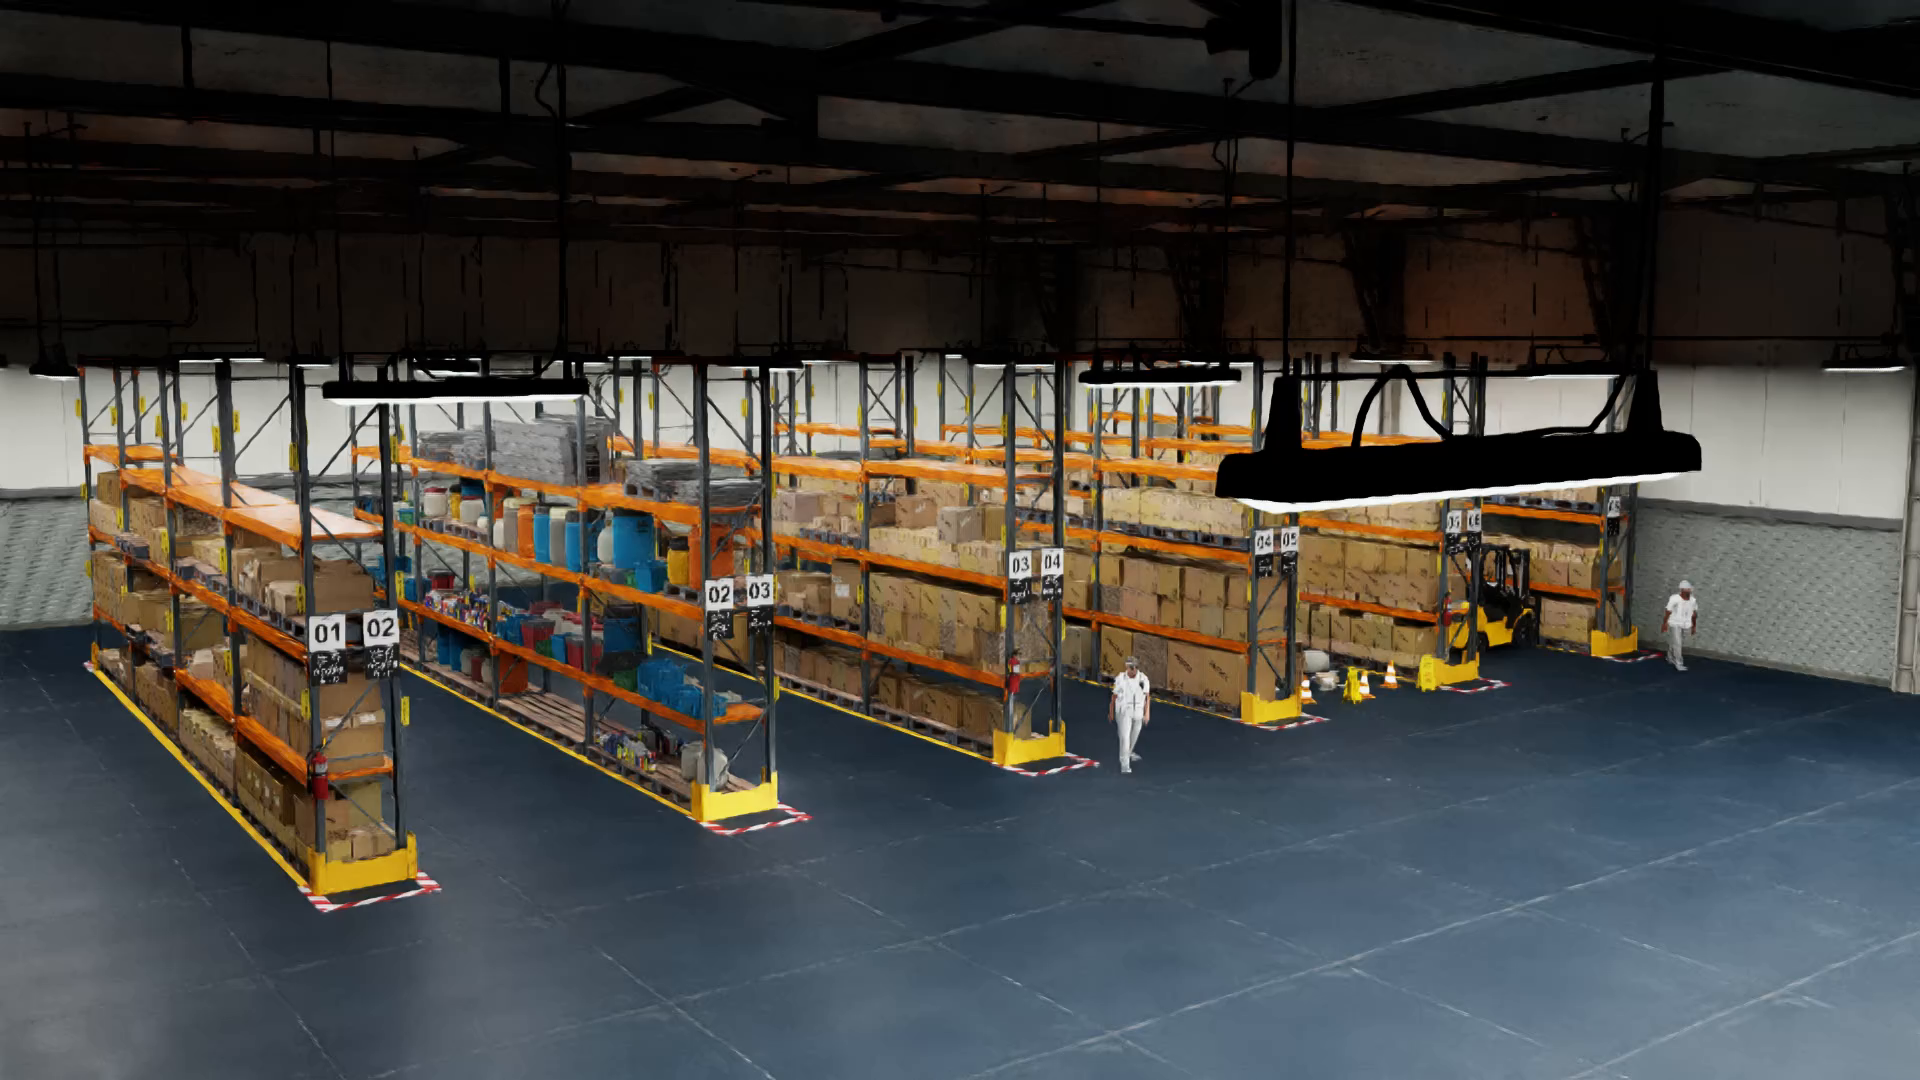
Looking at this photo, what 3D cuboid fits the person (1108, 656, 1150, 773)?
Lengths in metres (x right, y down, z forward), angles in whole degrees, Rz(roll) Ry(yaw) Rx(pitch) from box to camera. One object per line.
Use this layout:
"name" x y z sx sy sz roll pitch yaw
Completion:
"person" 2.506 2.521 24.512 0.580 1.702 0.982 -2 7 -14

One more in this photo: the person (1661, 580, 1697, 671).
"person" 13.830 1.624 31.863 0.620 1.723 0.955 -1 7 -12

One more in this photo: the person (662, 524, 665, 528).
"person" -7.504 0.420 41.661 0.553 1.709 1.123 -5 8 -33
